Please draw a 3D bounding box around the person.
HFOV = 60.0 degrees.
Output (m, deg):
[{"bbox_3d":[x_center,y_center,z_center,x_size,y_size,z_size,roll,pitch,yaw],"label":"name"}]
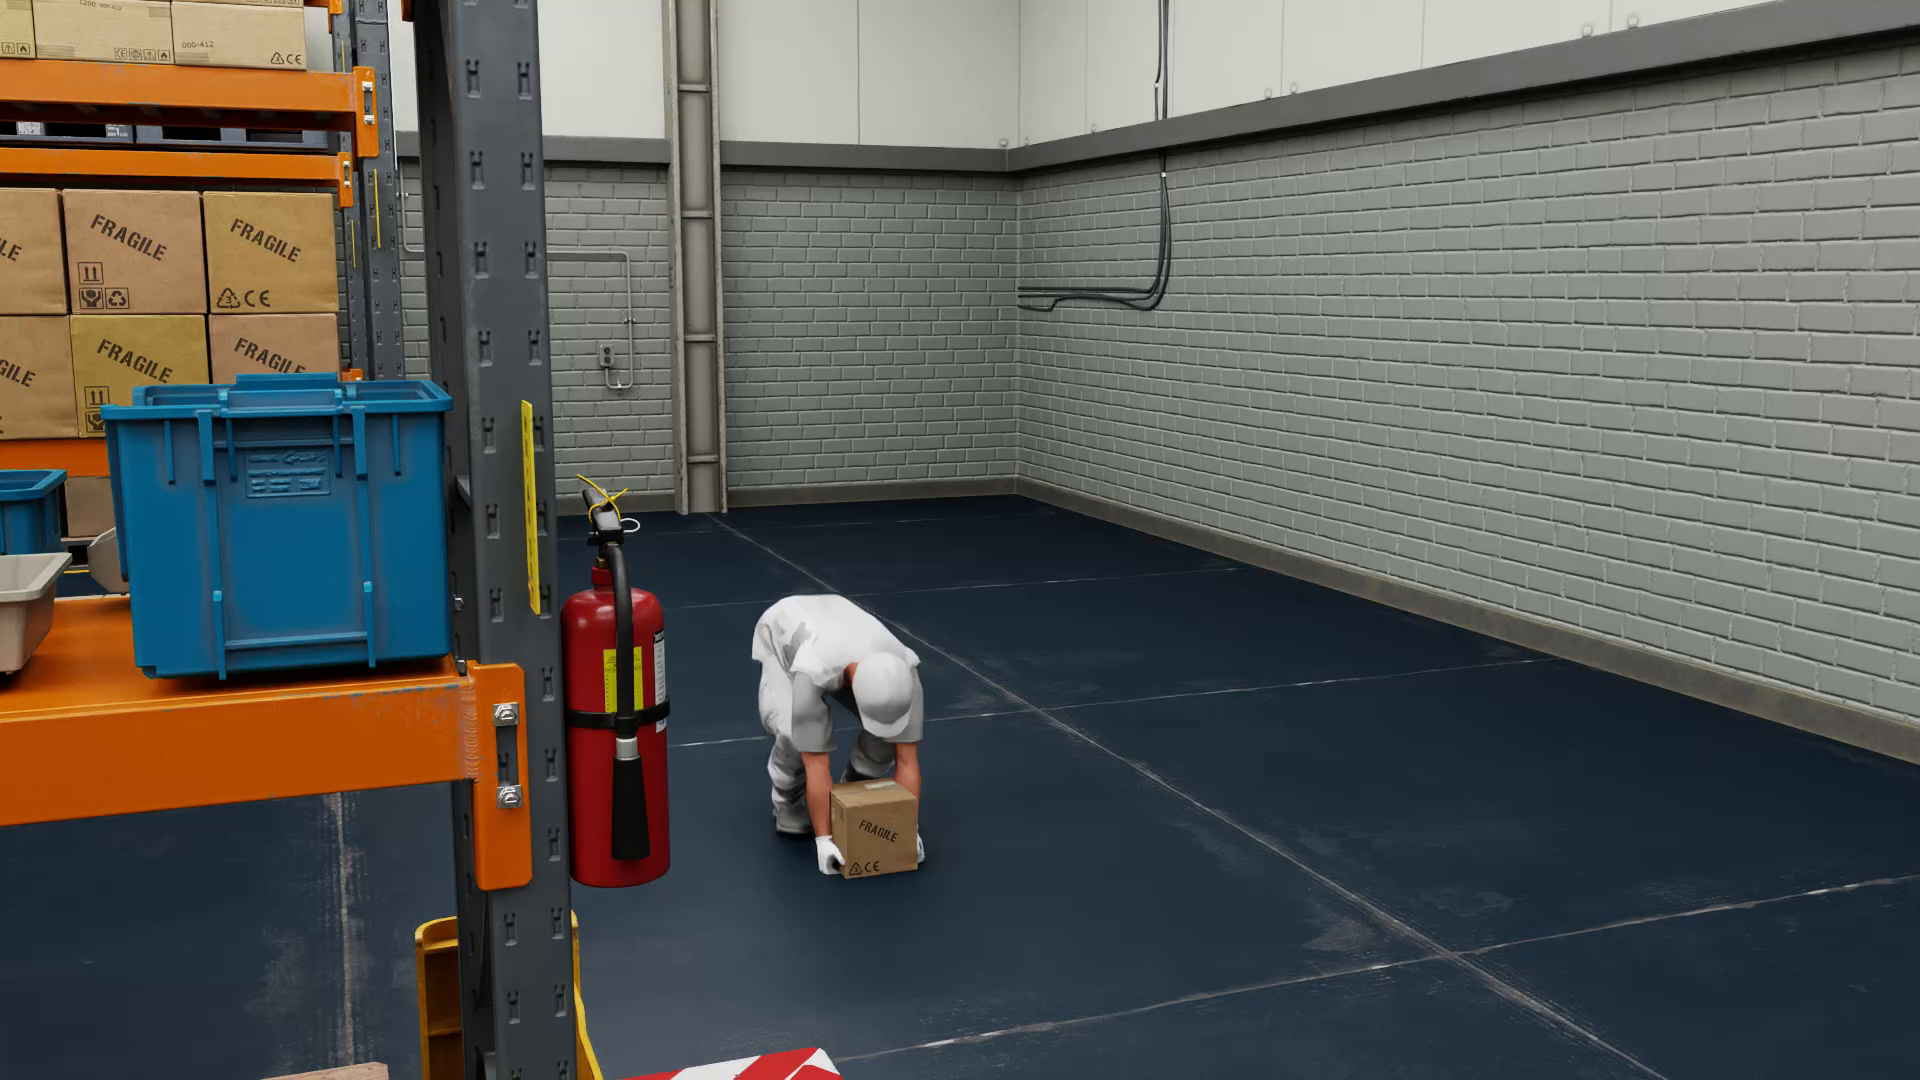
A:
[{"bbox_3d":[-0.415,0.648,5.794,0.531,0.856,0.966,-4,10,-23],"label":"person"}]
